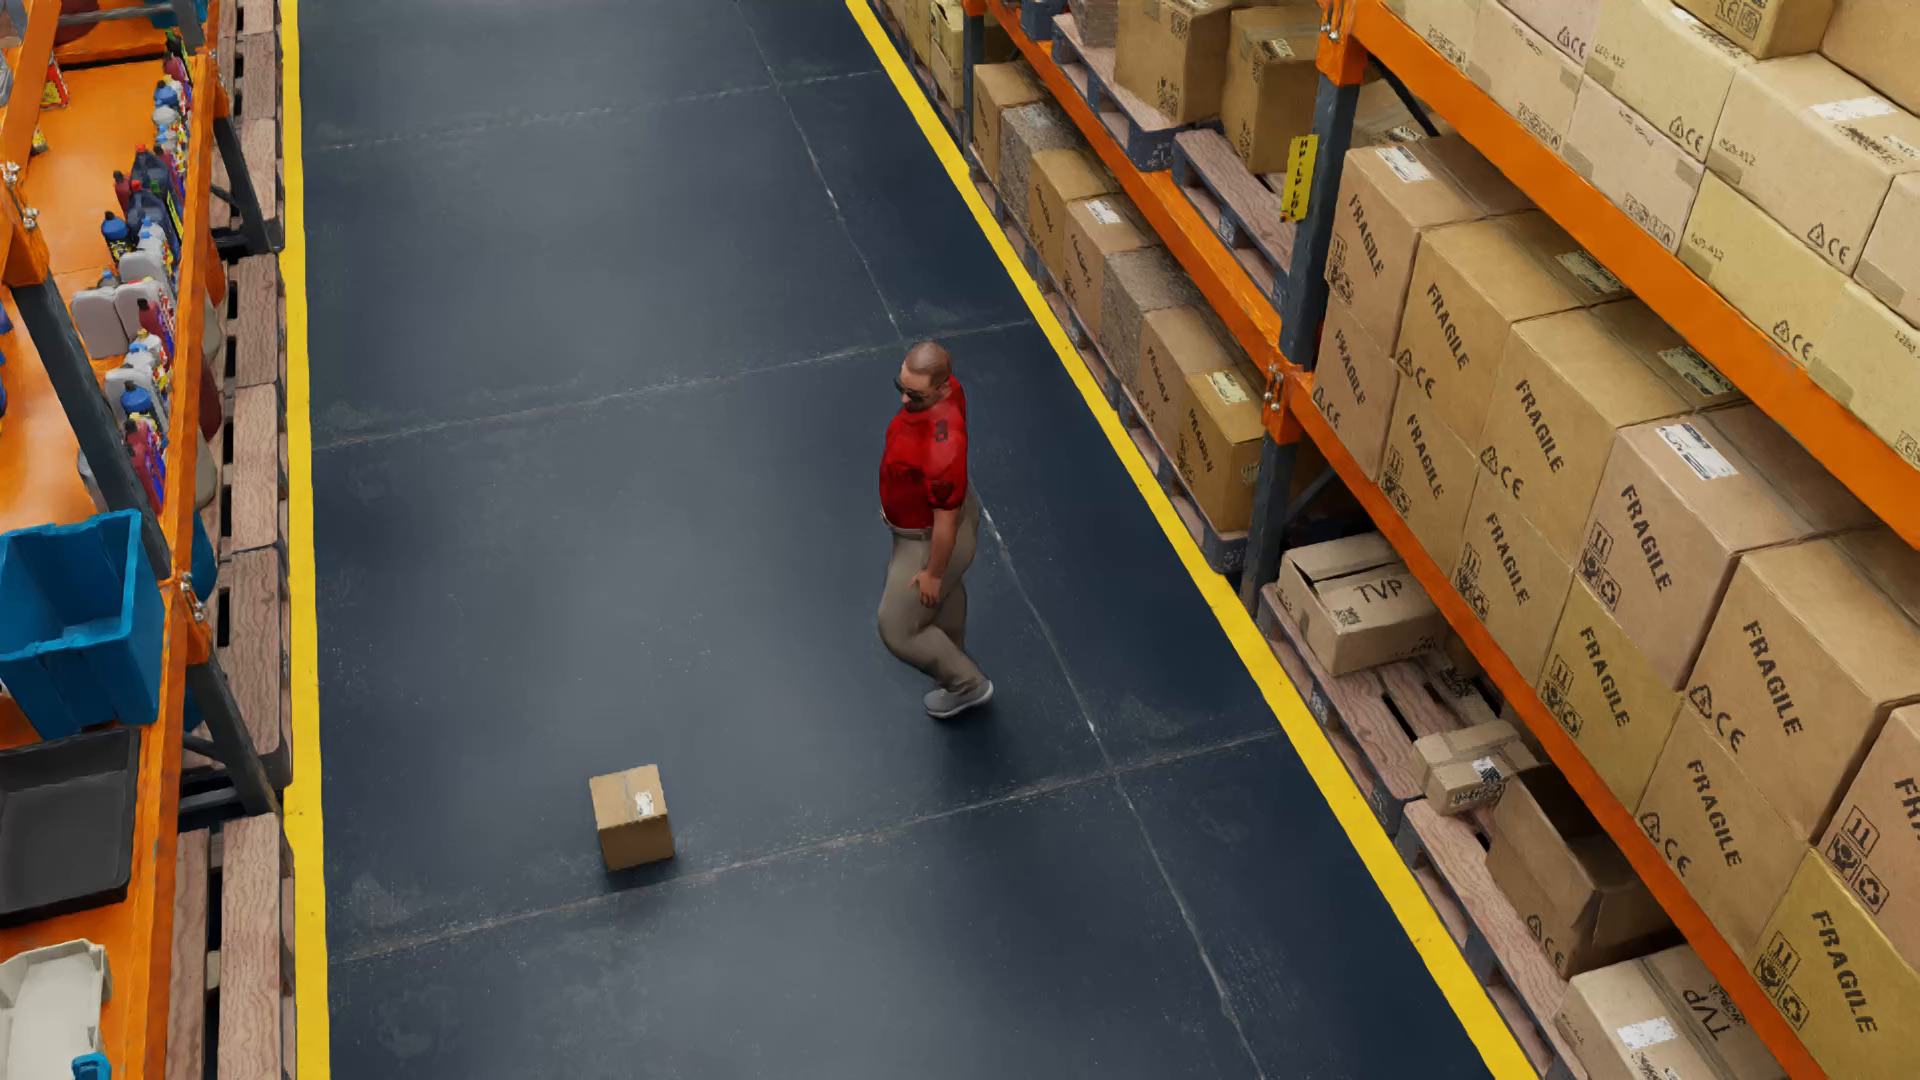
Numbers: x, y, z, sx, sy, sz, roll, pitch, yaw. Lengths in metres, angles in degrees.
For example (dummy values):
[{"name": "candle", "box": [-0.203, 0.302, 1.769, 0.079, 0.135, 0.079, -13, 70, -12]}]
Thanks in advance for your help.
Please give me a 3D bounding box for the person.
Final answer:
[{"name": "person", "box": [-0.079, -0.044, 6.201, 0.444, 1.724, 0.597, 2, 42, 2]}]
